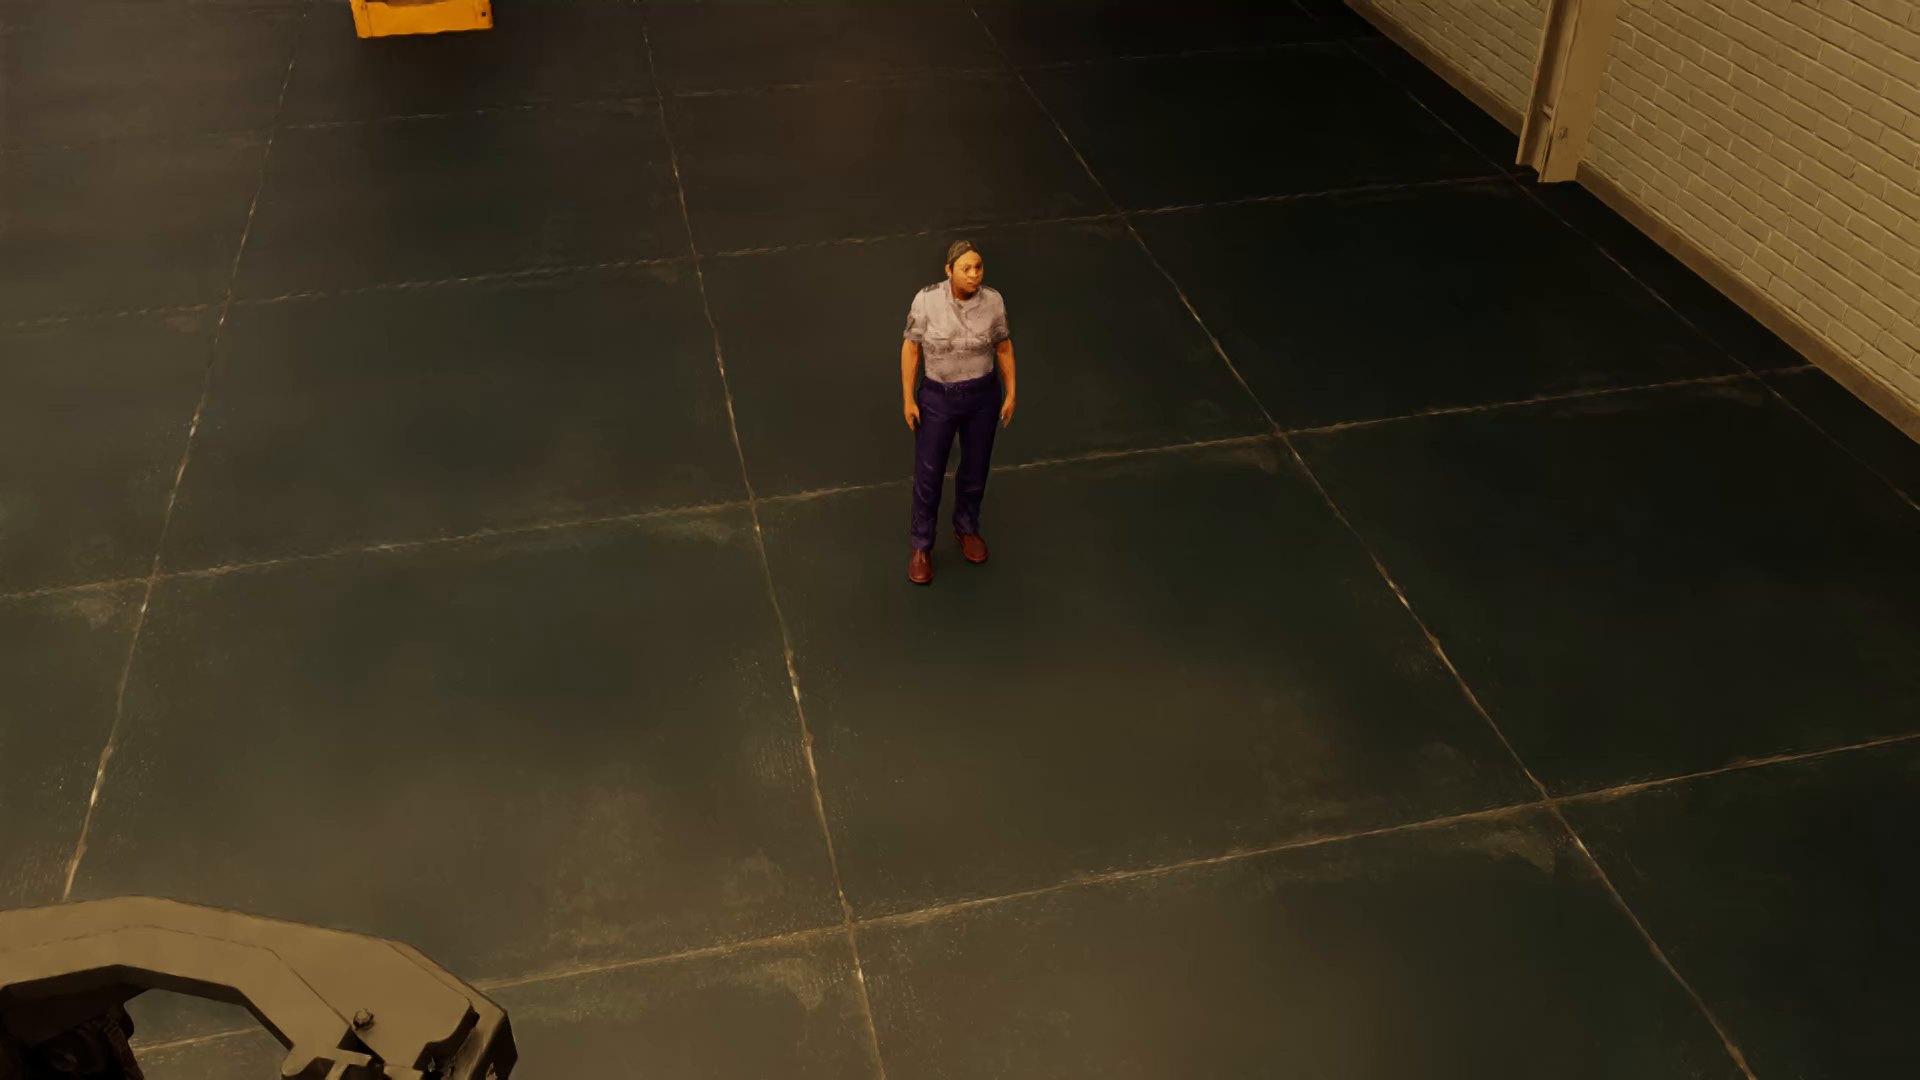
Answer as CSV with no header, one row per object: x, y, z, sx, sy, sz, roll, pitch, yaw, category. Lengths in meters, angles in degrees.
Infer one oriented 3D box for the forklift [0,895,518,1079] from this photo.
-1.349,2.199,2.995,1.130,2.935,3.031,7,36,10,forklift

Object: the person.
-0.002,-0.620,7.999,0.598,1.650,0.502,-8,36,-11,person
